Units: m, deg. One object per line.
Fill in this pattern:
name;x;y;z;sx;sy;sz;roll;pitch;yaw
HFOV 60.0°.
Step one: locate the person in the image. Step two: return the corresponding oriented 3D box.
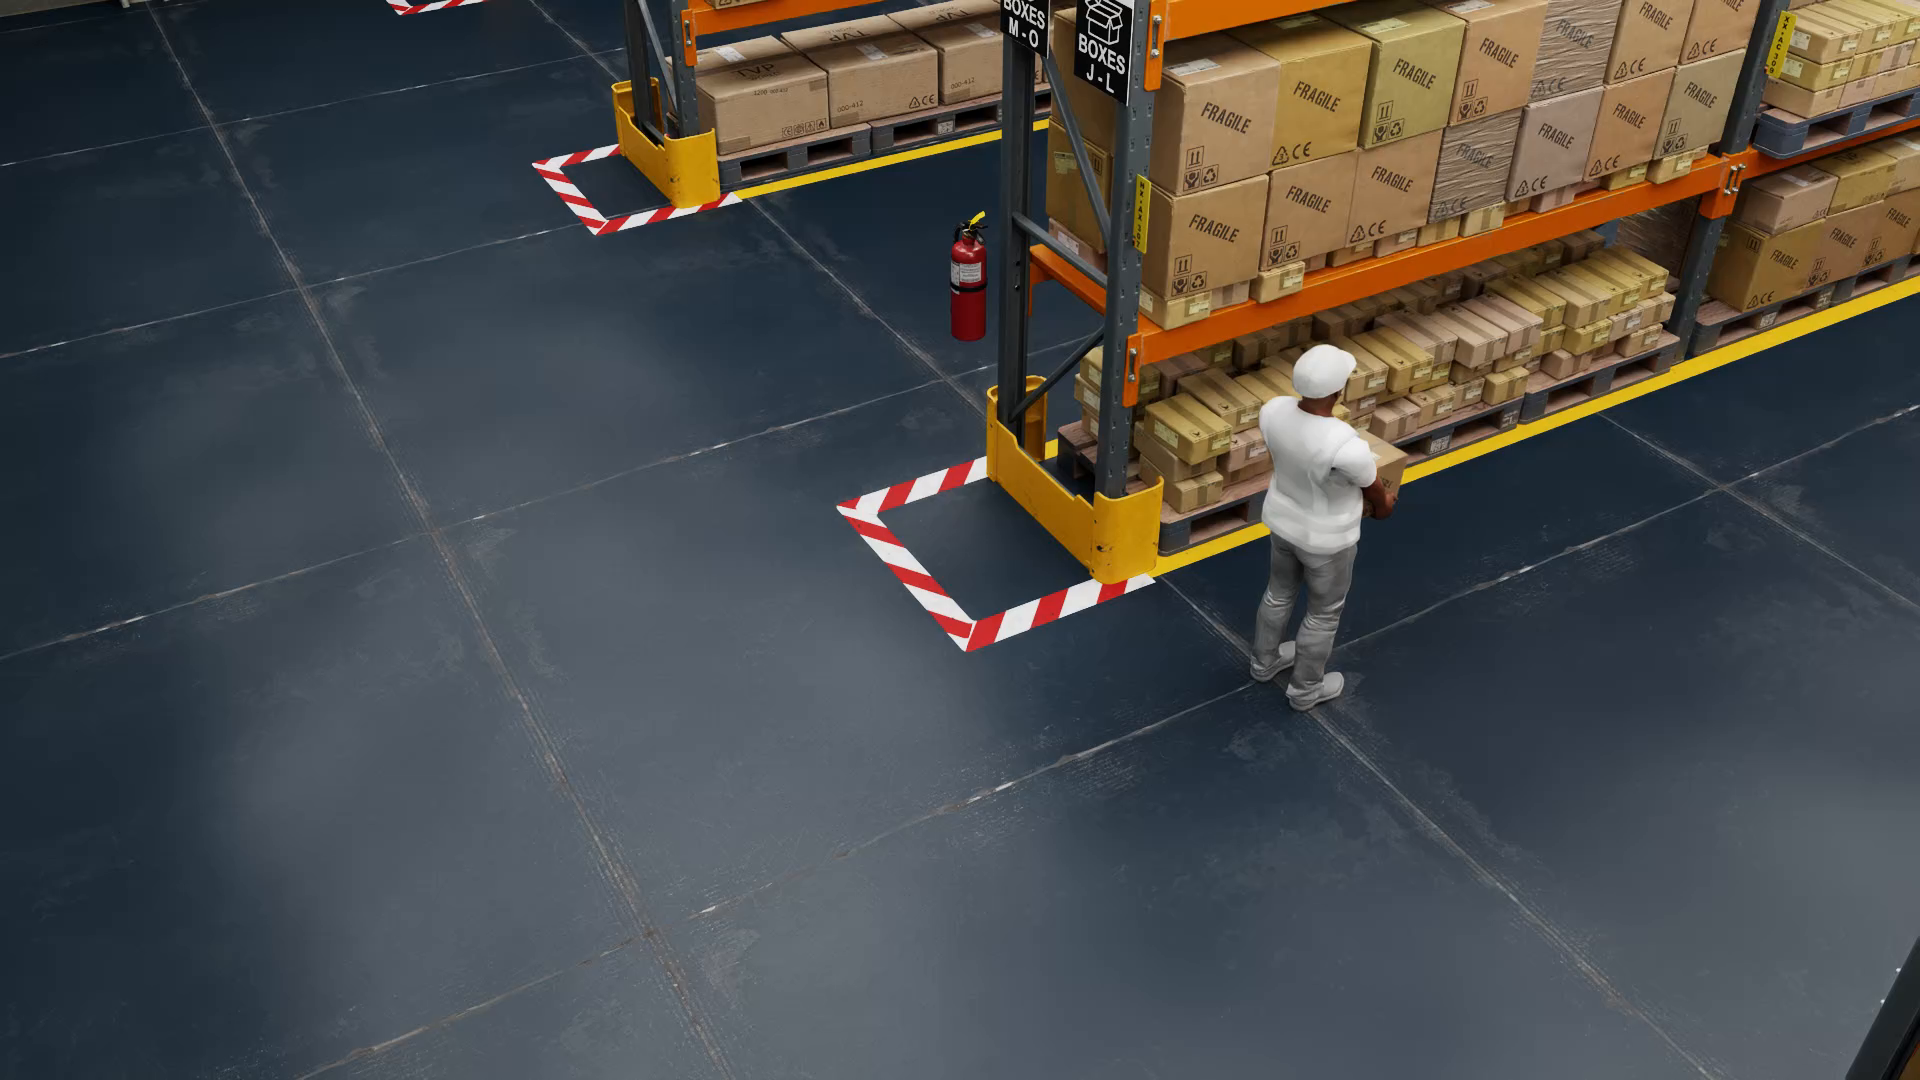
person;1.539;-0.091;7.036;0.577;1.761;0.502;-26;44;-30
